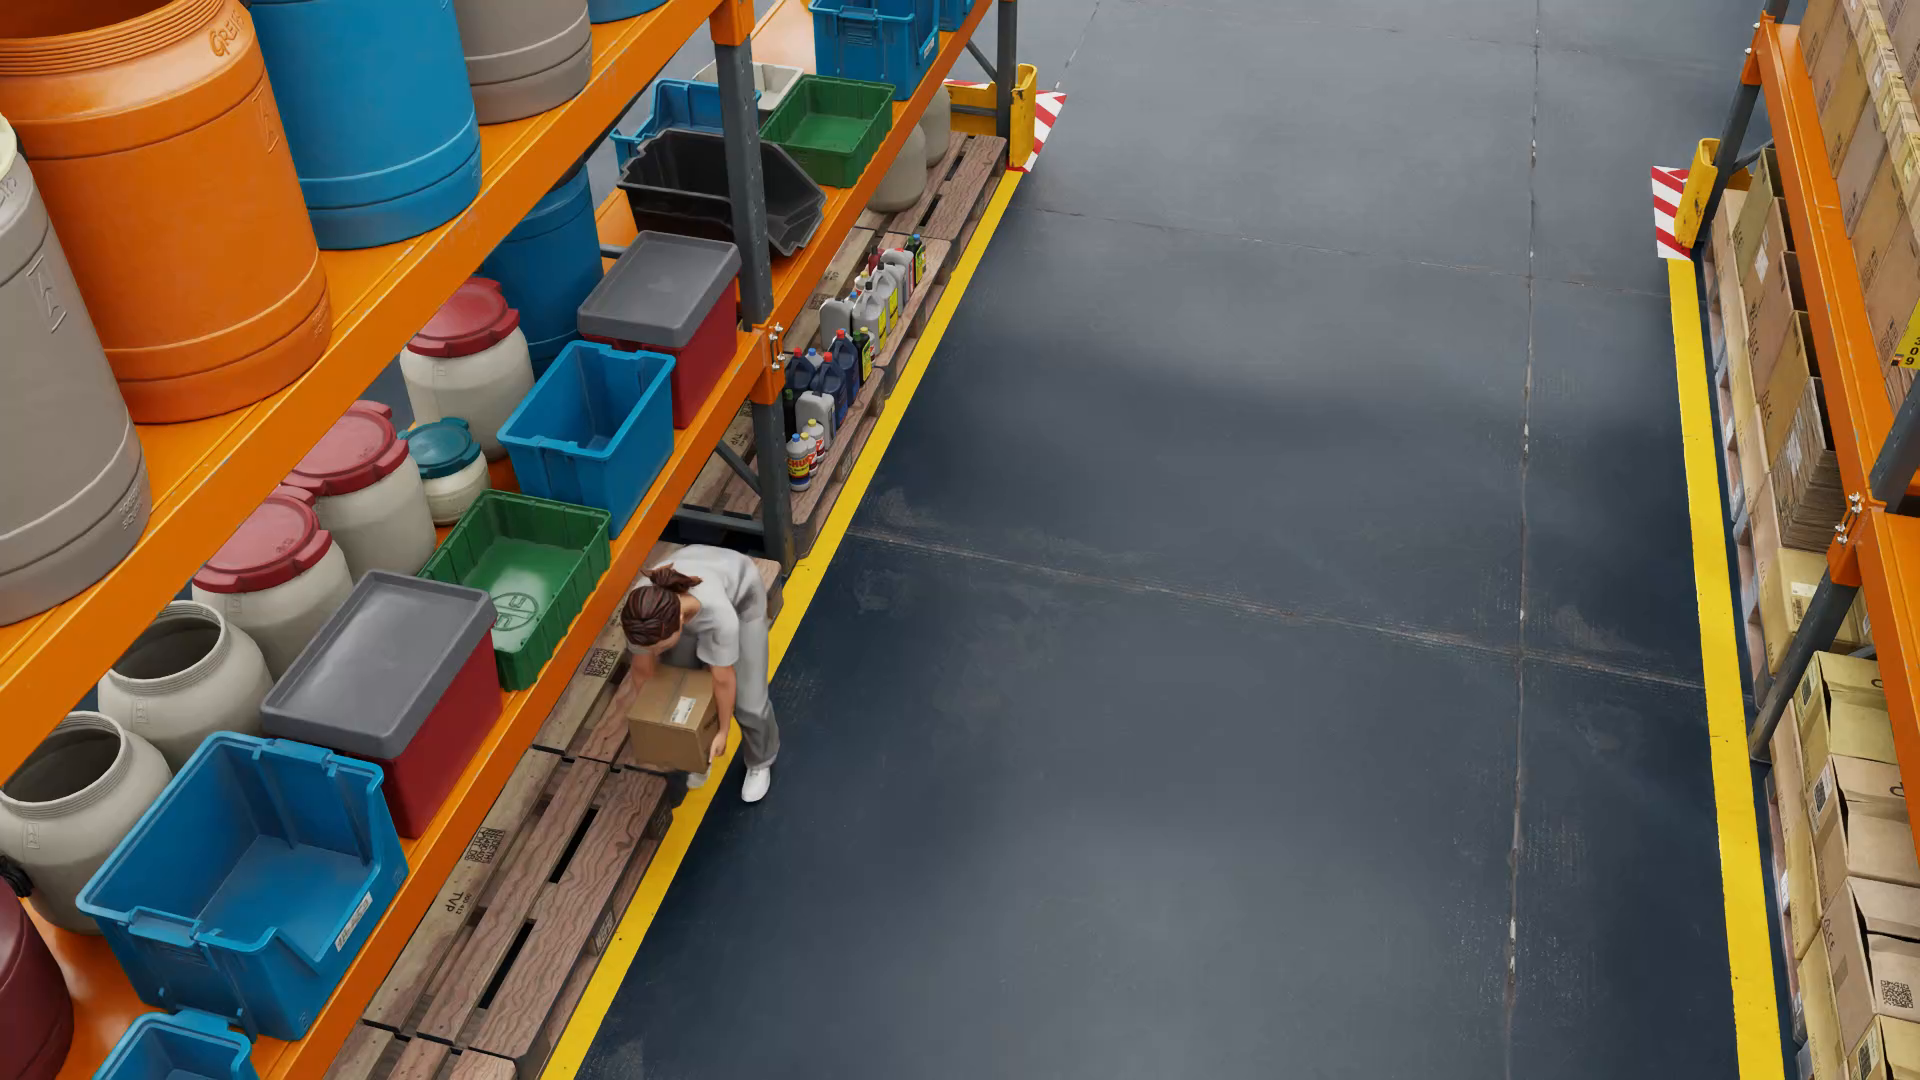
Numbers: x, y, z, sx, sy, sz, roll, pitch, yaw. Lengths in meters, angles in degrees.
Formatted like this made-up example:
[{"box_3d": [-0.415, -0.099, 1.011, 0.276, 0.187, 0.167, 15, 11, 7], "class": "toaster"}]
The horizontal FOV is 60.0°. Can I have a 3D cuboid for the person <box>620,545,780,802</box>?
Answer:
[{"box_3d": [-0.920, 0.491, 5.843, 0.419, 1.356, 0.783, 9, 42, 10], "class": "person"}]
